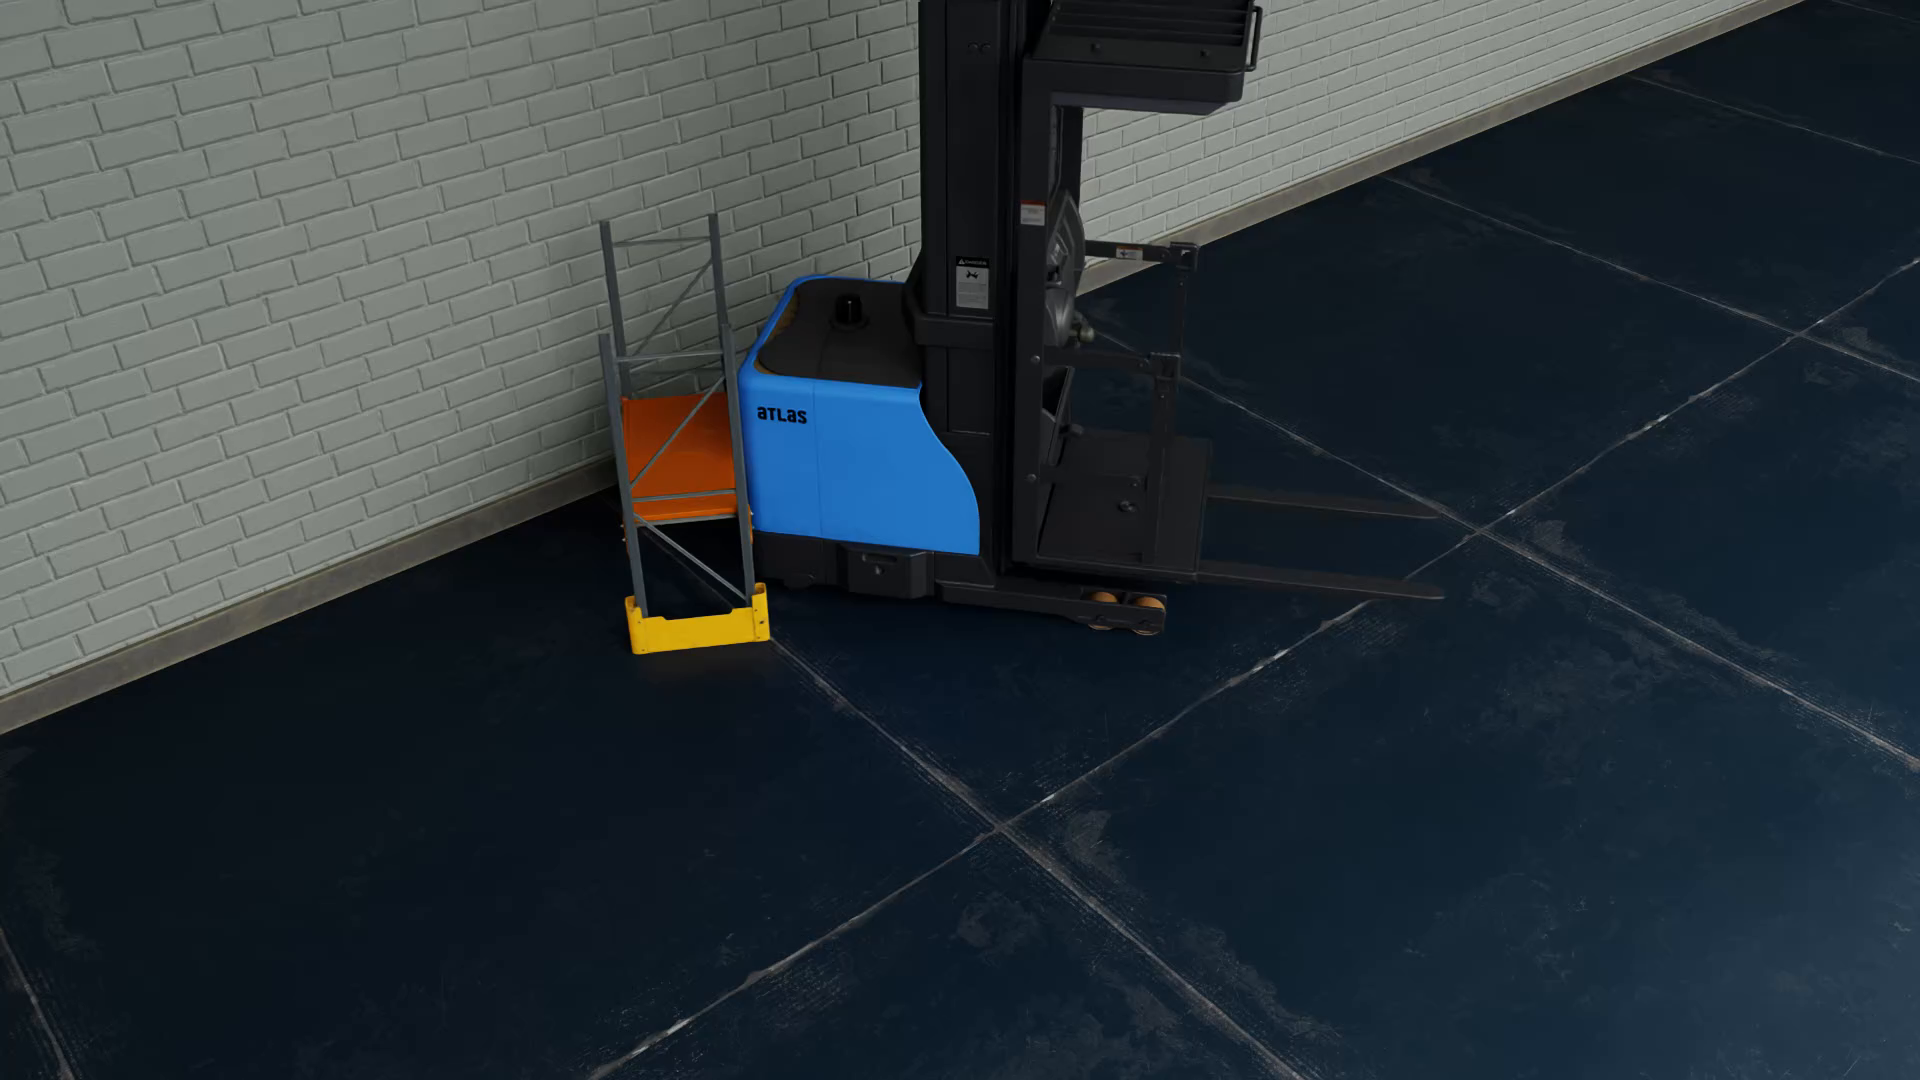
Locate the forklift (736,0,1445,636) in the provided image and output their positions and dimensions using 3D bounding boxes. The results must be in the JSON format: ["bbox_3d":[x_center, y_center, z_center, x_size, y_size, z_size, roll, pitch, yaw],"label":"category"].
[{"bbox_3d":[0.620,-1.118,6.793,3.031,2.935,1.130,6,36,9],"label":"forklift"}]

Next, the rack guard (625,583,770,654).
[{"bbox_3d":[-1.111,0.333,7.064,0.587,0.250,0.087,-6,36,-8],"label":"rack guard"}]

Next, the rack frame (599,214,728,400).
[{"bbox_3d":[-1.284,-0.755,7.519,0.500,1.500,0.032,-6,36,-8],"label":"rack frame"}]

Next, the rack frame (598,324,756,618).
[{"bbox_3d":[-1.111,-0.176,6.701,0.500,1.500,0.032,-6,36,-8],"label":"rack frame"}]

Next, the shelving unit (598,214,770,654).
[{"bbox_3d":[-1.196,-0.461,7.103,0.587,1.500,1.083,-6,36,-8],"label":"shelving unit"}]

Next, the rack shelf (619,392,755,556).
[{"bbox_3d":[-1.197,-0.319,7.214,0.538,0.185,1.000,-6,36,-8],"label":"rack shelf"}]
